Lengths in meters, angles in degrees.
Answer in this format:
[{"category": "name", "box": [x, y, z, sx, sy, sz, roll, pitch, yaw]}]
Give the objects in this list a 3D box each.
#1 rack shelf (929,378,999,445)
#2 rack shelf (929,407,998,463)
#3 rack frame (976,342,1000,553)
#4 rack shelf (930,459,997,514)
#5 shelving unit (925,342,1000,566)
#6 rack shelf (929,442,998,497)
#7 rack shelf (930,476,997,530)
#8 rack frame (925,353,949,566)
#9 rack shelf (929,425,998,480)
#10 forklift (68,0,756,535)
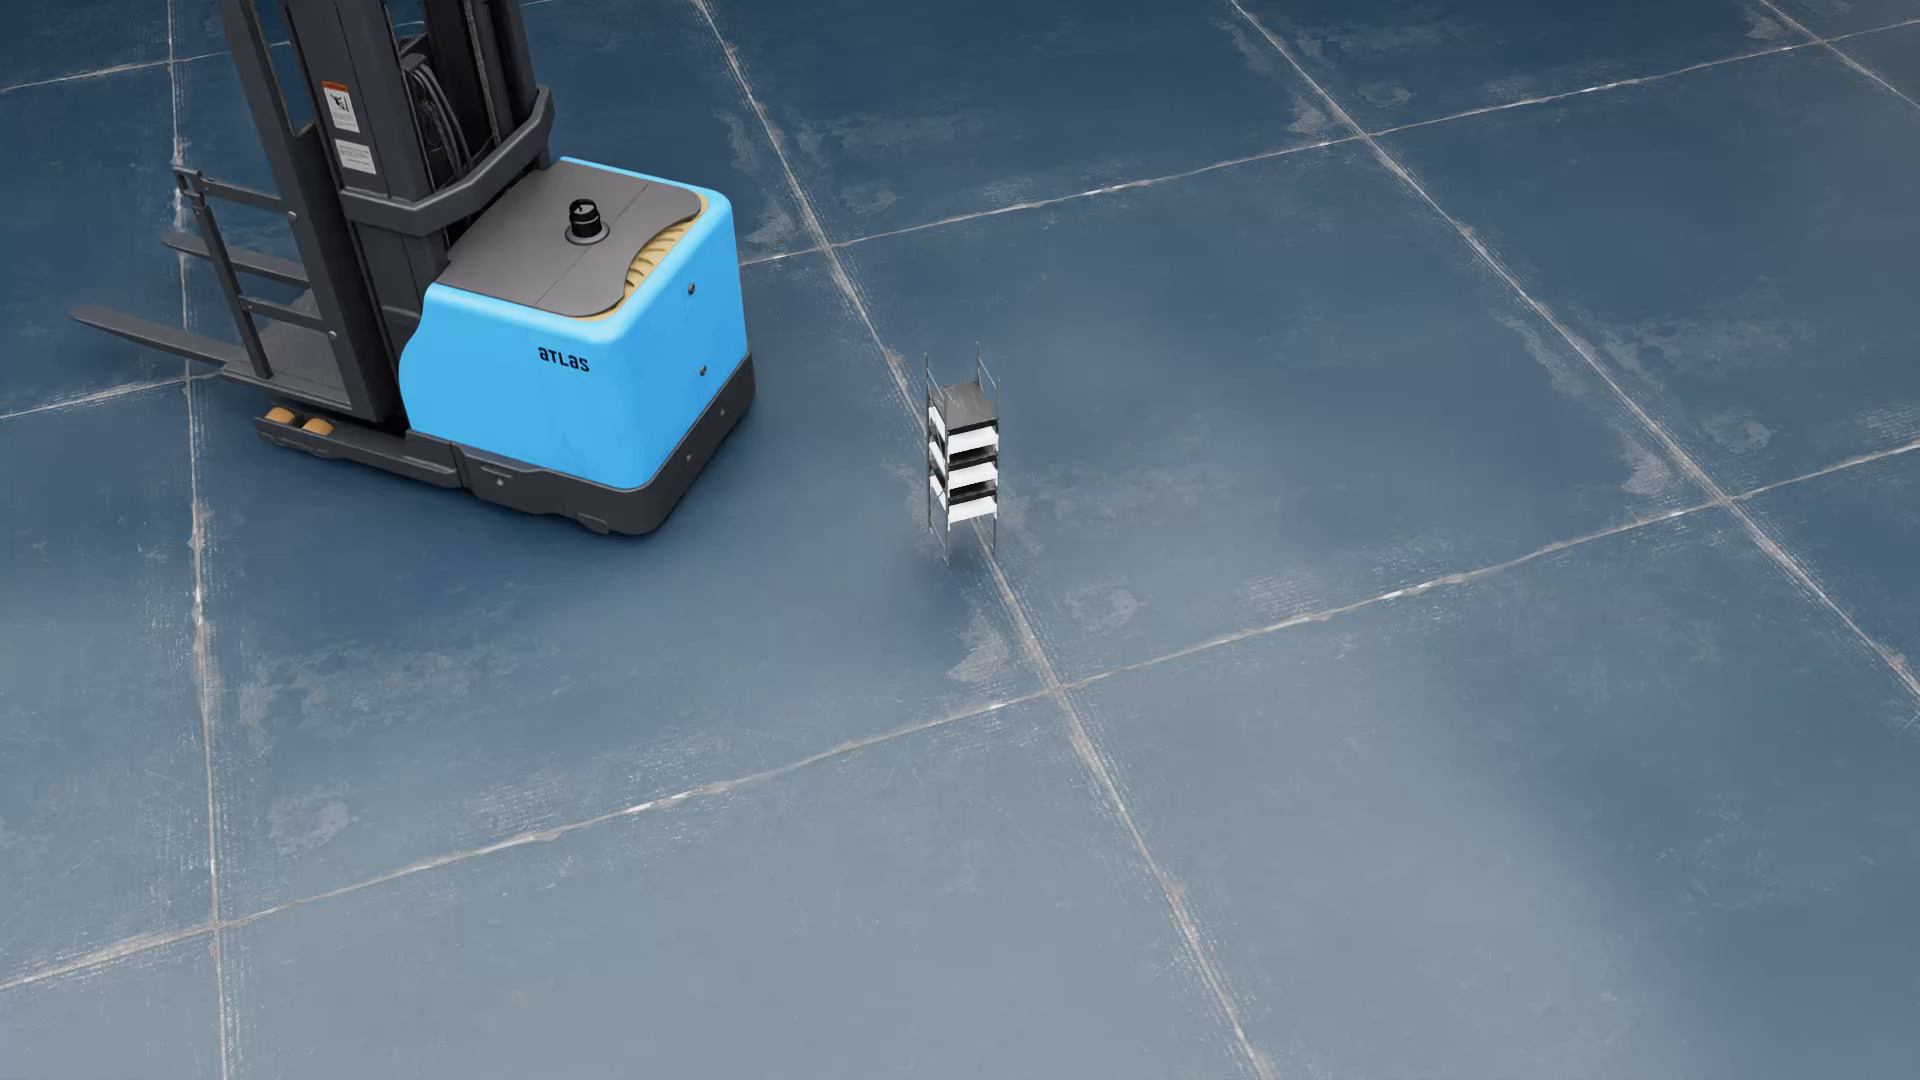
[{"category": "rack shelf", "box": [0.008, -0.487, 6.266, 0.200, 0.077, 0.258, -14, 47, -14]}, {"category": "rack shelf", "box": [0.008, -0.423, 6.329, 0.200, 0.077, 0.258, -14, 47, -14]}, {"category": "rack frame", "box": [0.103, -0.344, 6.458, 0.006, 0.900, 0.240, -14, 47, -14]}, {"category": "rack shelf", "box": [0.008, -0.233, 6.521, 0.200, 0.077, 0.258, -14, 47, -14]}, {"category": "shelving unit", "box": [0.008, -0.320, 6.433, 0.210, 0.900, 0.258, -14, 47, -14]}, {"category": "rack shelf", "box": [0.008, -0.296, 6.457, 0.200, 0.077, 0.258, -14, 47, -14]}, {"category": "rack shelf", "box": [0.008, -0.169, 6.584, 0.200, 0.077, 0.258, -14, 47, -14]}, {"category": "rack frame", "box": [-0.088, -0.295, 6.409, 0.006, 0.900, 0.240, -14, 47, -14]}, {"category": "rack shelf", "box": [0.008, -0.360, 6.393, 0.200, 0.077, 0.258, -14, 47, -14]}, {"category": "forklift", "box": [-2.464, -1.719, 6.394, 3.031, 2.935, 1.130, 16, 47, 15]}]
